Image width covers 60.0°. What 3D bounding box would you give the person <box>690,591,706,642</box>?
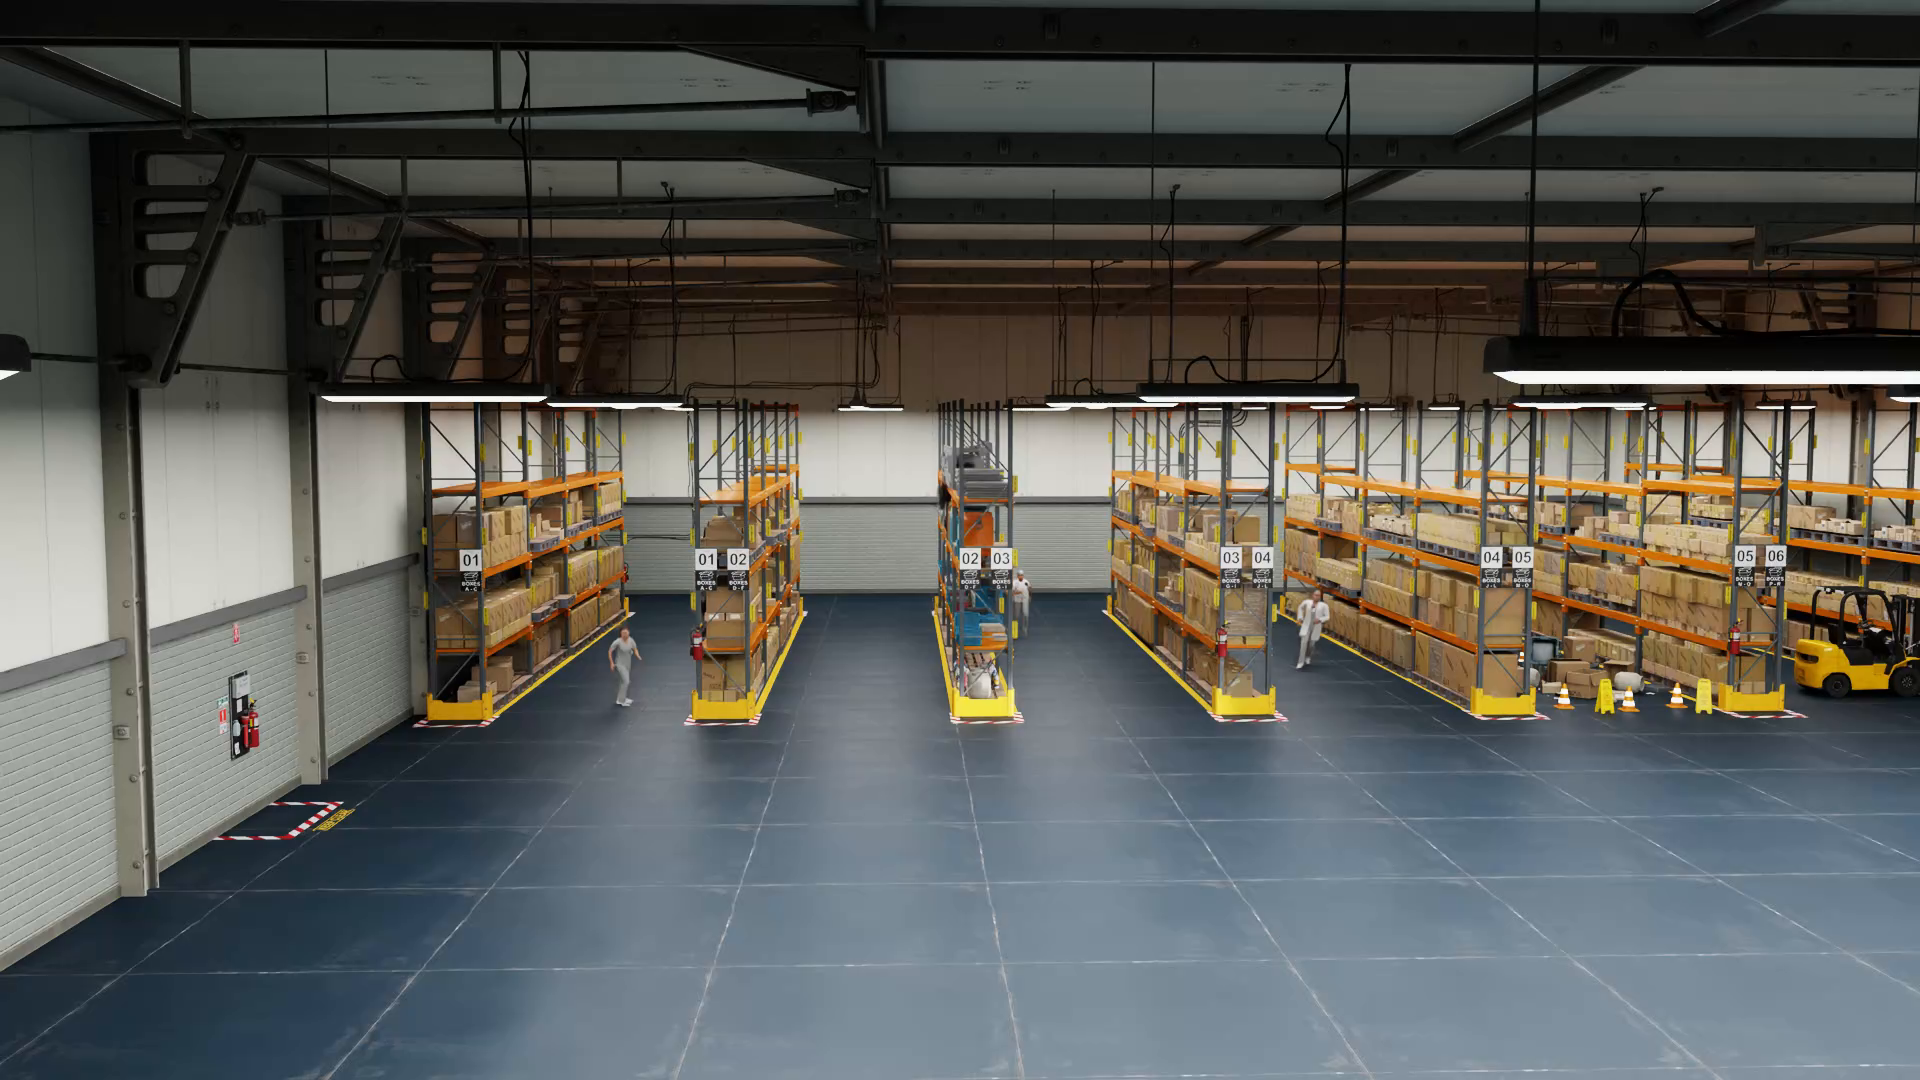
[{"bbox_3d":[-6.378,1.815,41.163,0.644,1.565,0.870,-1,5,-19],"label":"person"}]

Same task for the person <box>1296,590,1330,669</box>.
[{"bbox_3d":[7.954,2.041,37.443,0.726,1.638,1.011,1,4,12],"label":"person"}]

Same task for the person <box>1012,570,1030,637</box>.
[{"bbox_3d":[1.559,1.633,42.944,0.580,1.723,0.841,-1,4,-8],"label":"person"}]

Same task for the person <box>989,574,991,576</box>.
[{"bbox_3d":[0.950,1.080,51.137,0.753,1.522,0.609,3,6,39],"label":"person"}]

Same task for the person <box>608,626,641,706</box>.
[{"bbox_3d":[-6.565,2.473,32.641,0.782,1.627,0.575,3,5,32],"label":"person"}]
